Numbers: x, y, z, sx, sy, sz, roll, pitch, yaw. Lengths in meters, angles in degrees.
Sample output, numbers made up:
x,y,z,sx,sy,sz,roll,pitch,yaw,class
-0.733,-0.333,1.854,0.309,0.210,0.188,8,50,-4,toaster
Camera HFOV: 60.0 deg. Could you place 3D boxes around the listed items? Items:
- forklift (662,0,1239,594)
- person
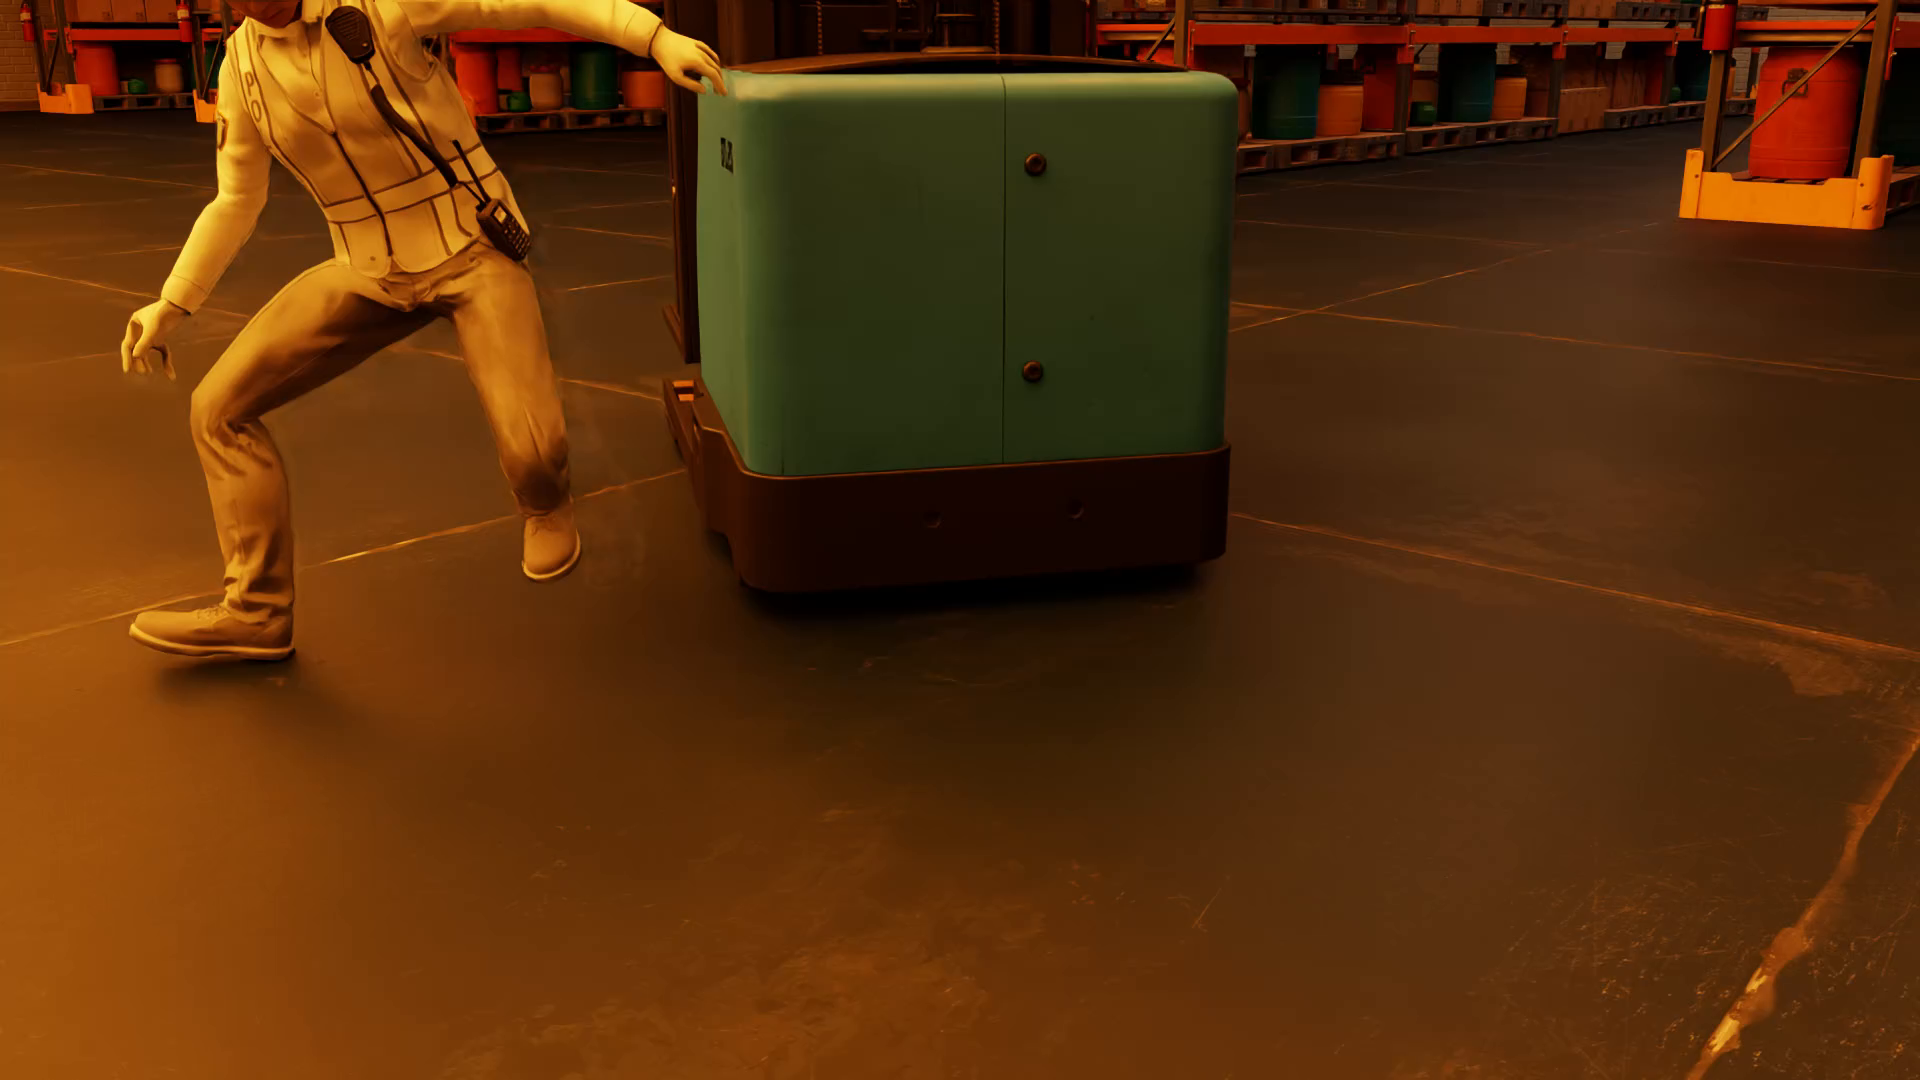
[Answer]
x,y,z,sx,sy,sz,roll,pitch,yaw,class
-0.269,-1.682,4.438,1.130,2.935,3.031,-4,17,-13,forklift
-0.997,-0.501,3.102,1.095,1.451,0.707,5,18,15,person
